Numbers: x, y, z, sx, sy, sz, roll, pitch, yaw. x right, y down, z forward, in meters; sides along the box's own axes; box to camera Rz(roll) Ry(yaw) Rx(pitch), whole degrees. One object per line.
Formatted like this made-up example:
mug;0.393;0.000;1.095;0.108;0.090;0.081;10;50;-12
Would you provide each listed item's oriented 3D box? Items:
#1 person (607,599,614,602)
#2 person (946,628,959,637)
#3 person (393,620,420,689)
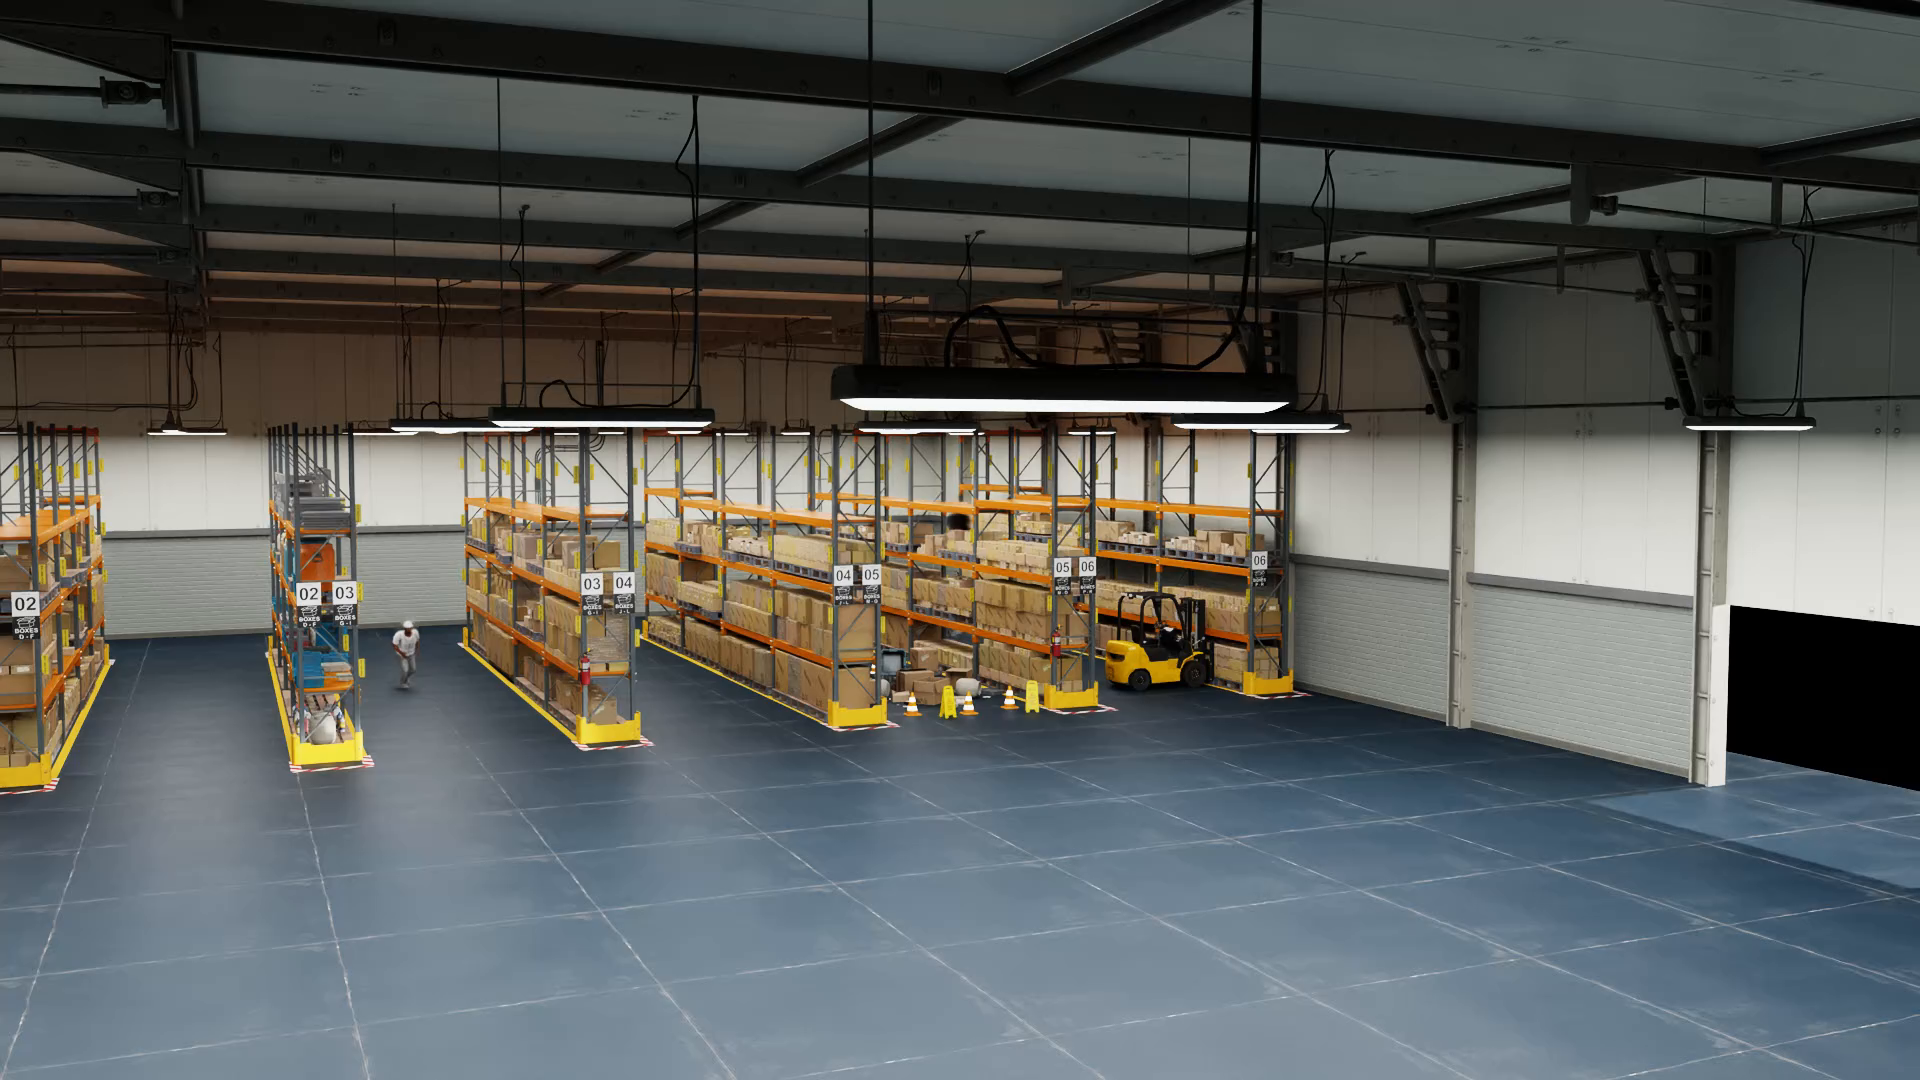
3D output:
person;-9.929;1.965;47.423;0.710;1.770;0.697;0;4;-8
person;-0.323;2.011;47.987;0.807;1.608;0.630;2;4;28
person;-12.648;2.601;37.924;0.917;1.597;0.673;3;5;43
